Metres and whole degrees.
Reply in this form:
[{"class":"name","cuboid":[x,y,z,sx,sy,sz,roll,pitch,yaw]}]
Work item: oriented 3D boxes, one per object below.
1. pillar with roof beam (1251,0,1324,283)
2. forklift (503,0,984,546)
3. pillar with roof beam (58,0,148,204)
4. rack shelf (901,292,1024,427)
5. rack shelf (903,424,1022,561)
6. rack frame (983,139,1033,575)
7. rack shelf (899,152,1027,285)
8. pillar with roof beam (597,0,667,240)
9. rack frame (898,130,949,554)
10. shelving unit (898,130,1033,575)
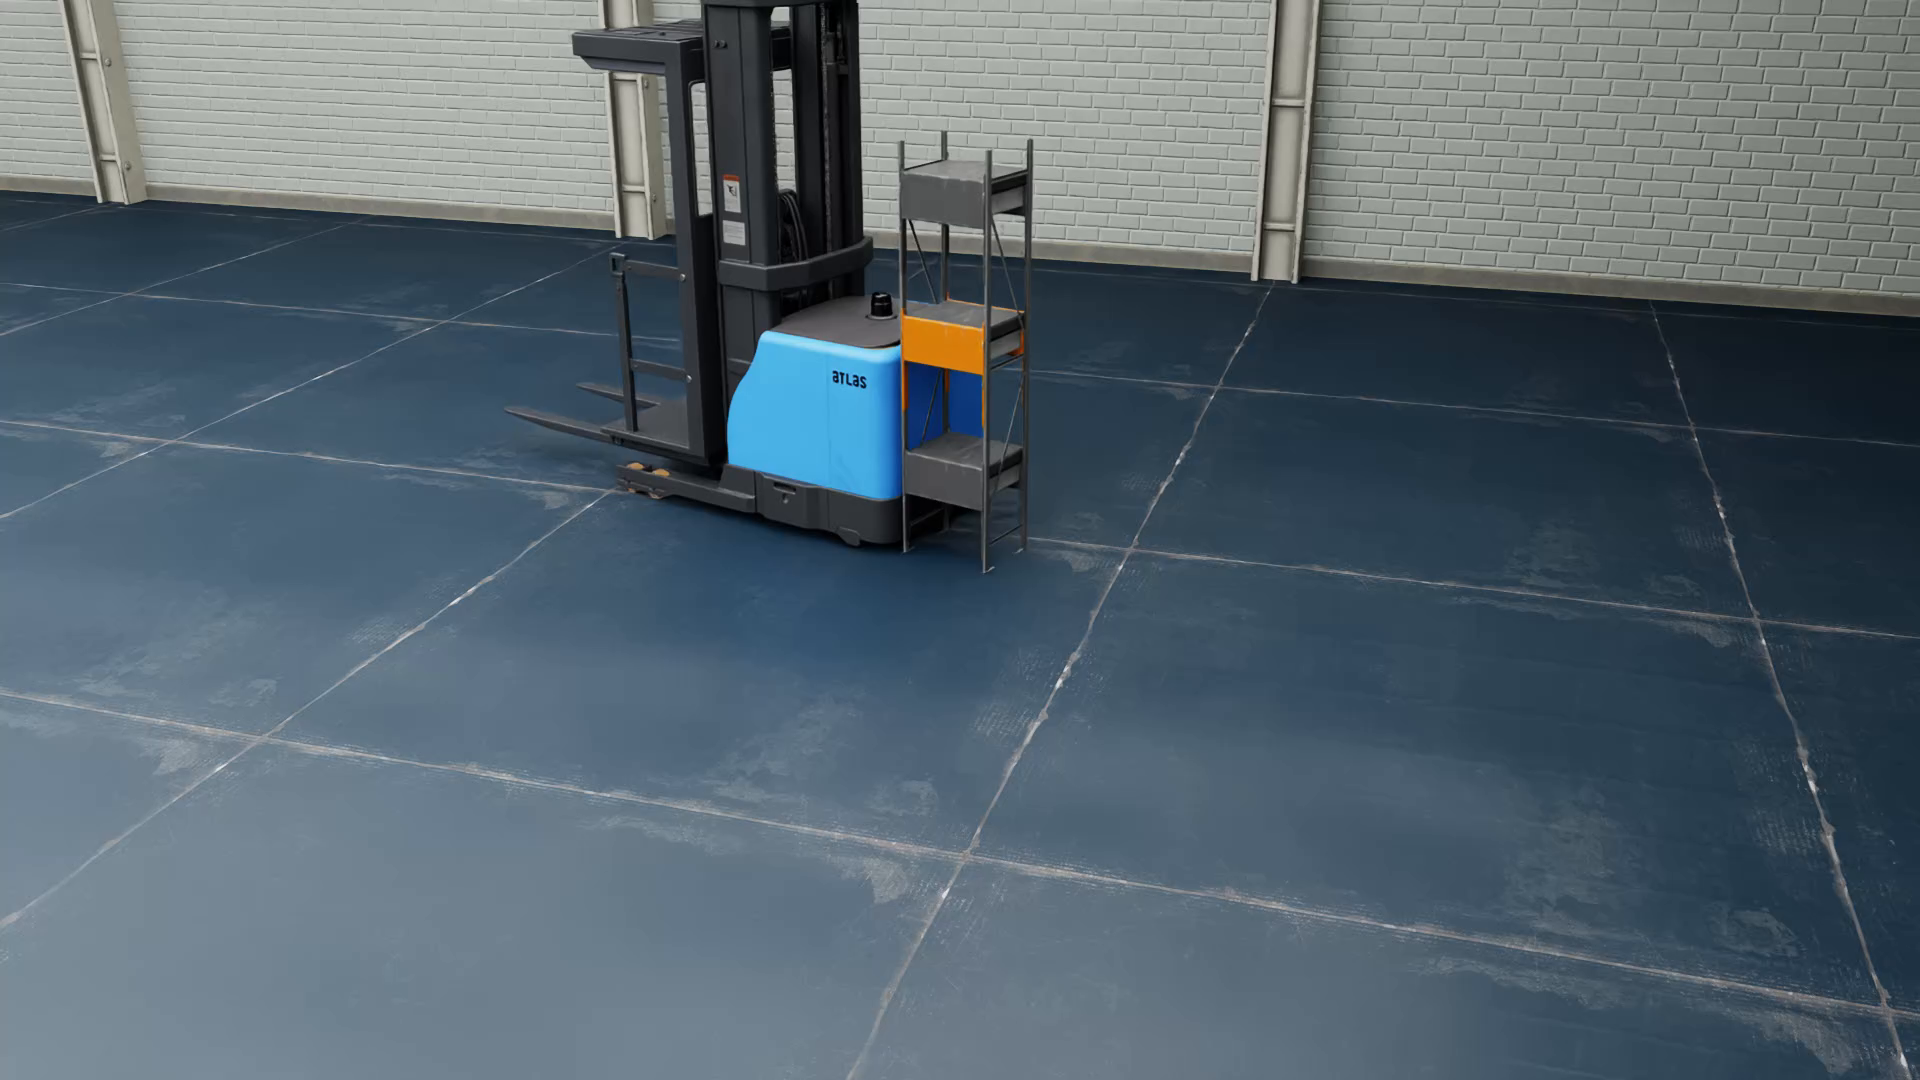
[{"class":"pillar with roof beam","cuboid":[1.468,-4.846,8.727,0.400,9.000,9.100,7,23,16]},{"class":"forklift","cuboid":[-1.341,-1.736,9.140,3.031,2.935,1.130,14,26,31]},{"class":"pillar with roof beam","cuboid":[-10.020,-6.162,11.934,0.400,9.000,9.100,7,23,16]},{"class":"rack shelf","cuboid":[0.027,-0.899,8.231,0.480,0.518,0.431,14,26,31]},{"class":"rack shelf","cuboid":[0.027,-0.252,8.497,0.480,0.518,0.431,14,26,31]},{"class":"rack frame","cuboid":[0.231,-0.861,8.101,0.015,2.100,0.400,14,26,31]},{"class":"rack shelf","cuboid":[0.027,-1.547,7.965,0.480,0.518,0.431,14,26,31]},{"class":"pillar with roof beam","cuboid":[-4.276,-5.504,10.331,0.400,9.000,9.100,7,23,16]},{"class":"rack frame","cuboid":[-0.176,-0.963,8.350,0.015,2.100,0.400,14,26,31]},{"class":"shelving unit","cuboid":[0.027,-0.912,8.226,0.503,2.100,0.431,14,26,31]}]
